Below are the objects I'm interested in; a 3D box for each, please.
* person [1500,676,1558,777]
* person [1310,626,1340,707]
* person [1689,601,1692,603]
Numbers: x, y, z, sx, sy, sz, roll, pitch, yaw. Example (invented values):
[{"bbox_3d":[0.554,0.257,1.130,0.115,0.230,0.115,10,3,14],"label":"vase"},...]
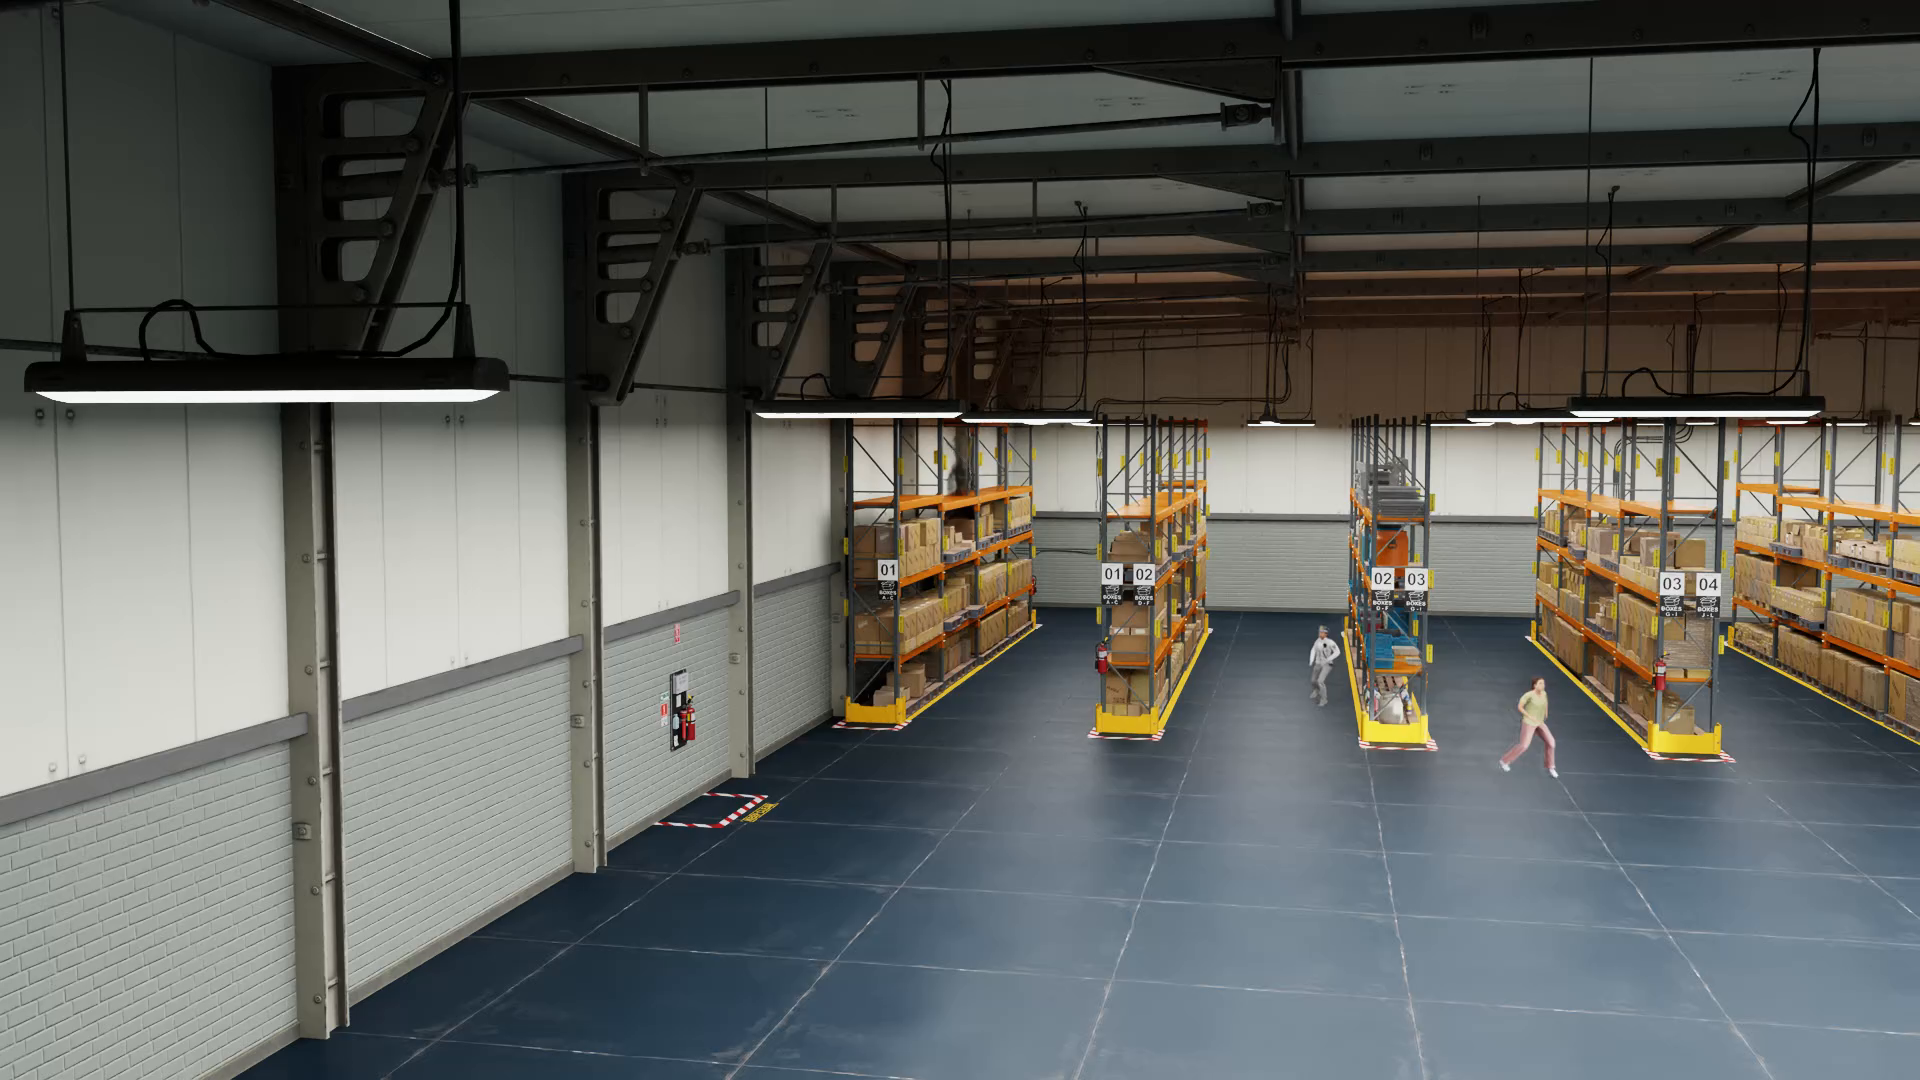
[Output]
[{"bbox_3d":[9.473,3.080,27.571,0.816,1.660,0.747,-2,4,-26],"label":"person"},{"bbox_3d":[7.541,2.614,34.632,0.684,1.687,0.830,-3,5,-42],"label":"person"},{"bbox_3d":[17.621,2.247,40.254,0.548,1.631,0.841,1,4,12],"label":"person"}]
